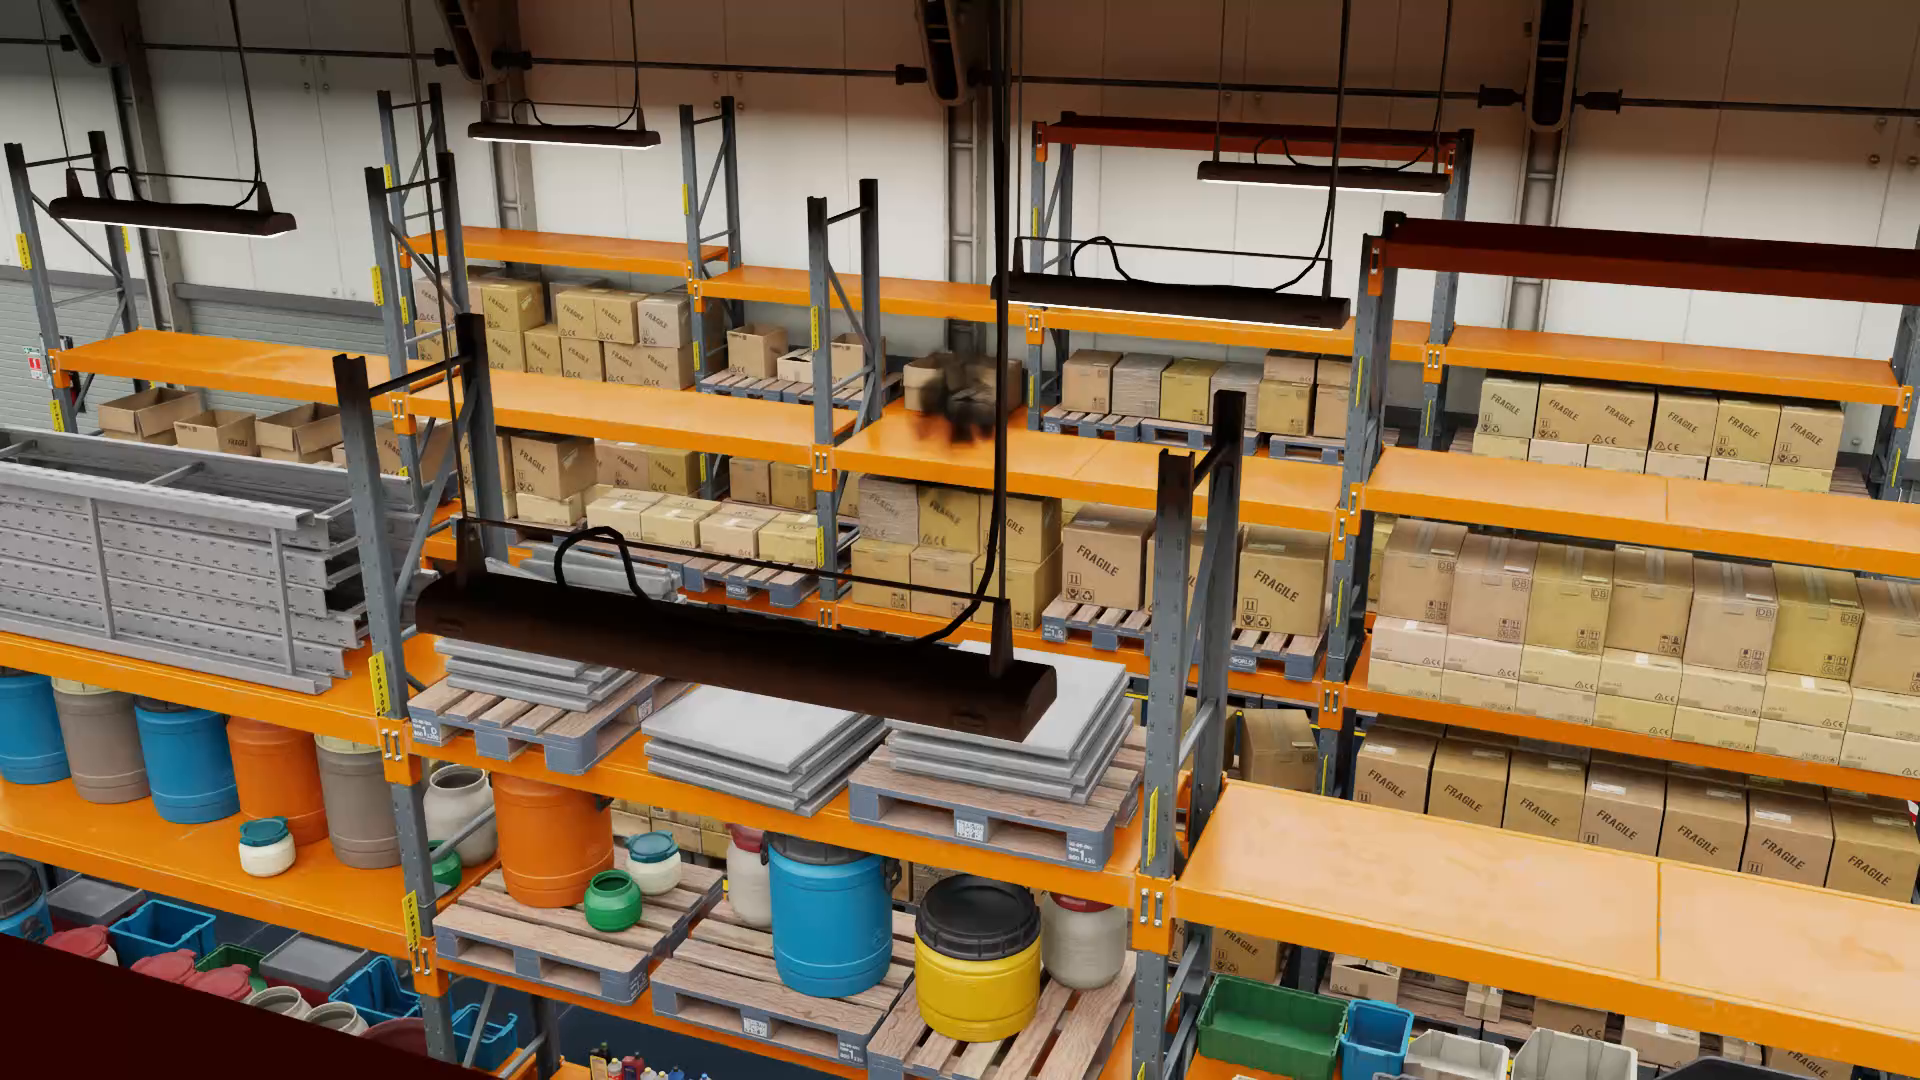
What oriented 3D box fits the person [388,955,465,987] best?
[{"bbox_3d":[-4.086,2.602,12.417,0.838,1.724,0.612,6,22,15],"label":"person"}]
